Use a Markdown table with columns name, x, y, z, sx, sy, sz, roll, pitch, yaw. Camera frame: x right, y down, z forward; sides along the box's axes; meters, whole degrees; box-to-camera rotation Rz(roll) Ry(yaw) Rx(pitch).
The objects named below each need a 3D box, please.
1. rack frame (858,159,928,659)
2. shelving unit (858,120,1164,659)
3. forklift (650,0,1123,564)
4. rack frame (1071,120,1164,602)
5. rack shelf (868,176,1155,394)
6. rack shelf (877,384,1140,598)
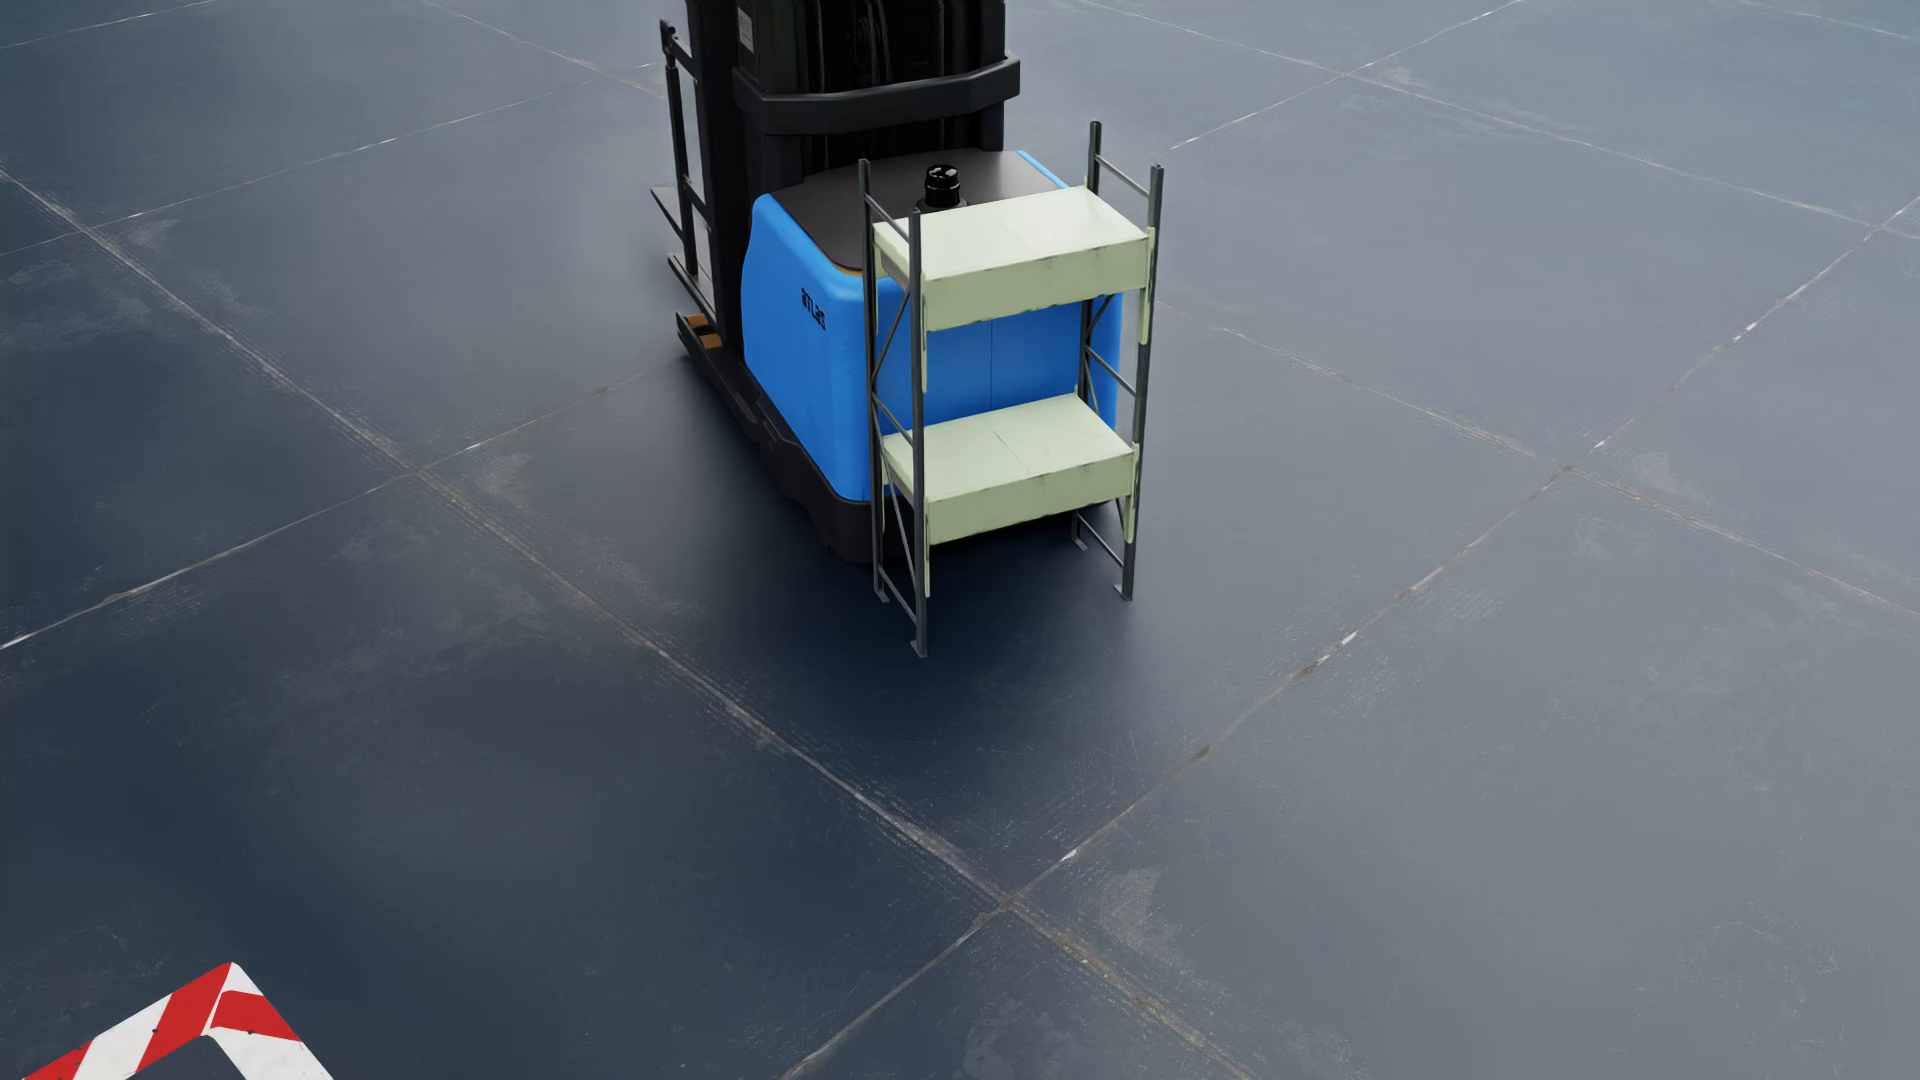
| name | x | y | z | sx | sy | sz | roll | pitch | yaw |
| --- | --- | --- | --- | --- | --- | --- | --- | --- | --- |
| rack frame | -0.194 | -0.348 | 4.938 | 0.023 | 1.500 | 0.400 | -14 | 37 | -20 |
| shelving unit | 0.141 | -0.433 | 5.060 | 0.755 | 1.500 | 0.431 | -14 | 37 | -20 |
| forklift | -0.512 | -1.957 | 5.993 | 1.130 | 2.935 | 3.031 | -14 | 37 | -20 |
| rack frame | 0.475 | -0.518 | 5.182 | 0.023 | 1.500 | 0.400 | -14 | 37 | -20 |
| rack shelf | 0.141 | -0.753 | 4.837 | 0.720 | 0.370 | 0.431 | -14 | 37 | -20 |
| rack shelf | 0.141 | -0.166 | 5.246 | 0.720 | 0.370 | 0.431 | -14 | 37 | -20 |
